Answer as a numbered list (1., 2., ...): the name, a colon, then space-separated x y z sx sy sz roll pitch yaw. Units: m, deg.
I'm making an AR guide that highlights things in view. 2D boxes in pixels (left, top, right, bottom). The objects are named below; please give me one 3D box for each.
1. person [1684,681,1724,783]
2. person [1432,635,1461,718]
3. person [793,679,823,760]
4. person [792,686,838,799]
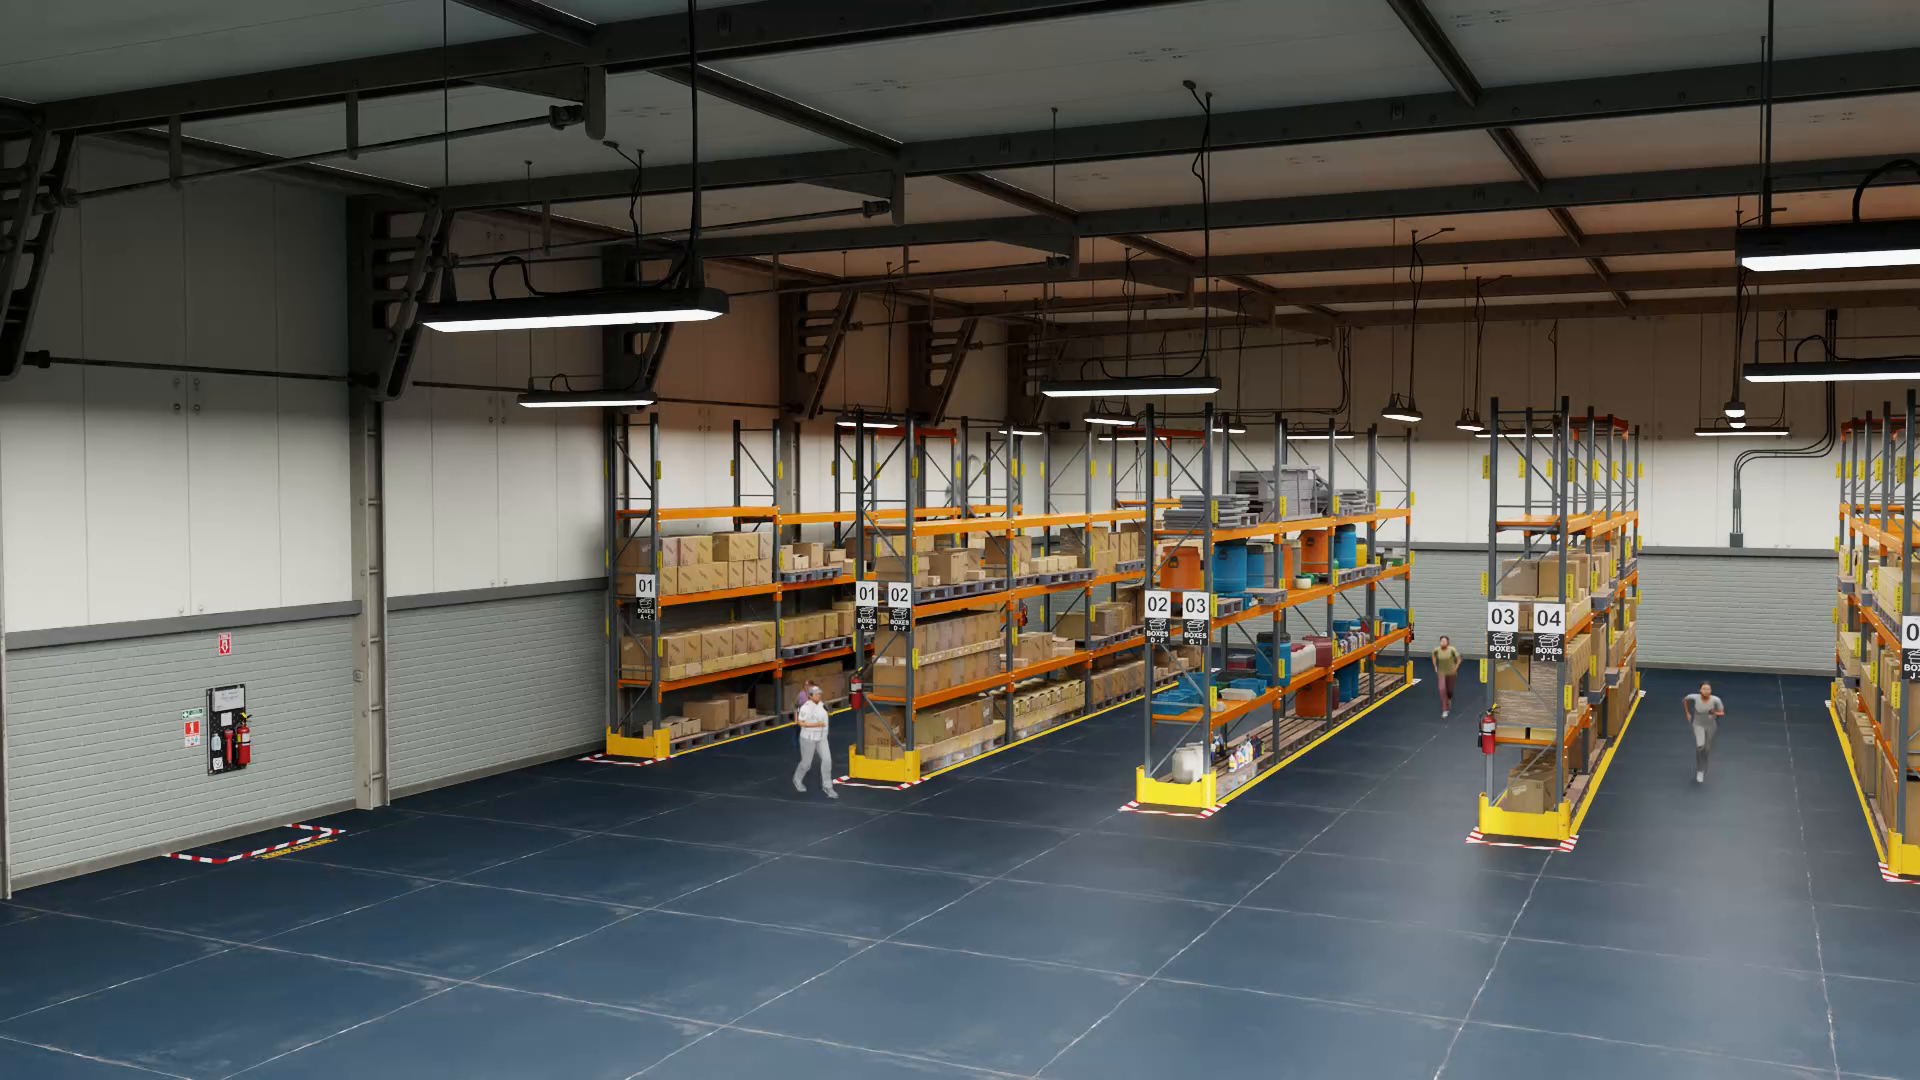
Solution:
1. person: 11.948 3.055 26.724 0.558 1.628 0.894 1 2 15
2. person: 9.971 2.768 34.104 0.581 1.661 0.990 1 3 21
3. person: -2.517 3.089 27.865 0.571 1.579 0.568 1 2 14
4. person: -2.259 3.085 25.541 0.599 1.703 0.832 -2 3 -43
